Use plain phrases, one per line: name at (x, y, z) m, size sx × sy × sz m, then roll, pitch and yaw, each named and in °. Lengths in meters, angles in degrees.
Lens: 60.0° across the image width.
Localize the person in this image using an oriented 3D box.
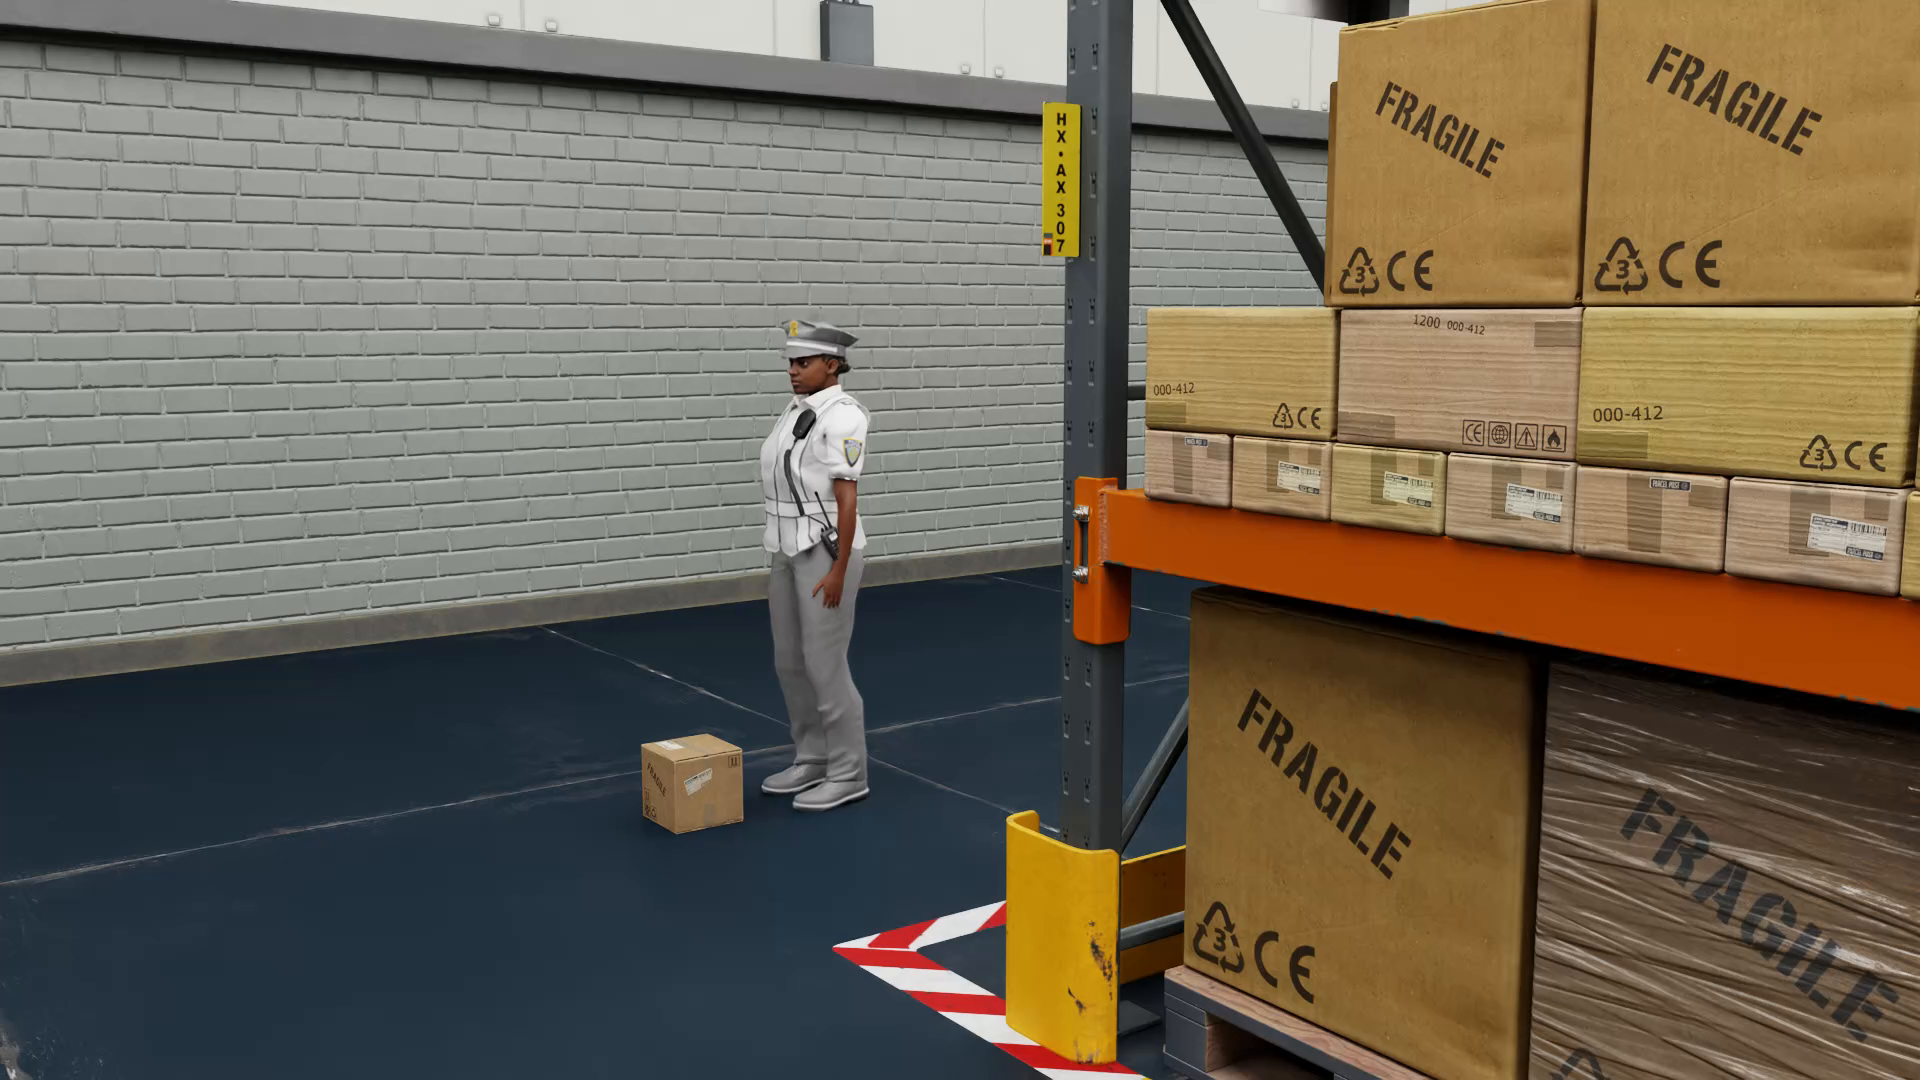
person at (-0.502, 0.078, 5.732) m, size 0.341 × 1.672 × 0.438 m, roll -5°, pitch 10°, yaw -35°
